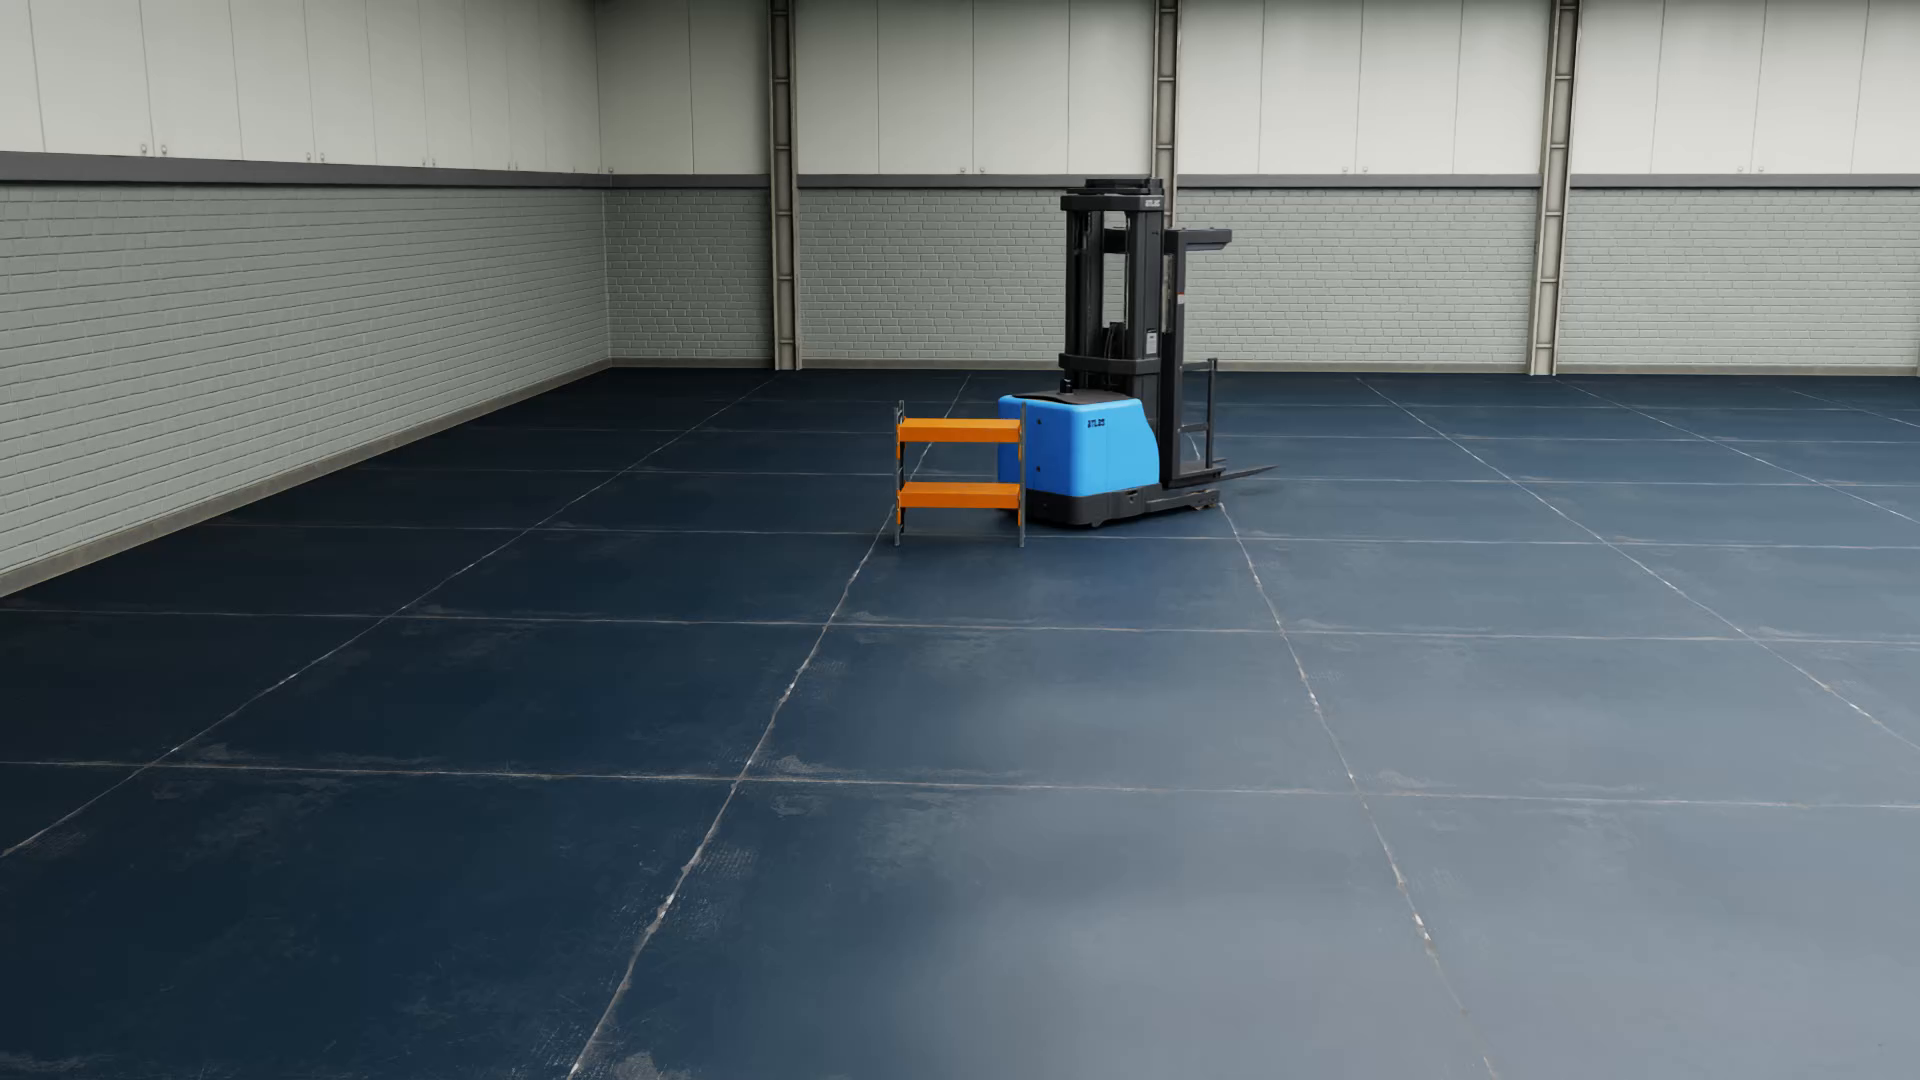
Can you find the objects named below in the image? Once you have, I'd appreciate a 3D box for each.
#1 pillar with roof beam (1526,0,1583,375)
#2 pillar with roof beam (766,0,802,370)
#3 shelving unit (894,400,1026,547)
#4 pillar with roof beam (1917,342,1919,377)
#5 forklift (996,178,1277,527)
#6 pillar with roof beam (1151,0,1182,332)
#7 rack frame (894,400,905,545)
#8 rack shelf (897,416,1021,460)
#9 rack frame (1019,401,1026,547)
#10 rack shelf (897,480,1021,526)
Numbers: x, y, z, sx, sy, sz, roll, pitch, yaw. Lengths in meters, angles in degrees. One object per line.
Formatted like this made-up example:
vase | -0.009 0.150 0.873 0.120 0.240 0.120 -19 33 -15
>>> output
pillar with roof beam | 8.893 -6.147 21.175 0.400 9.000 9.100 1 12 4
pillar with roof beam | -3.081 -6.311 21.959 0.400 9.000 9.100 1 12 4
shelving unit | 0.007 -0.550 13.652 1.048 1.125 0.538 1 12 4
pillar with roof beam | 14.879 -6.065 20.782 0.400 9.000 9.100 1 12 4
forklift | 1.736 -1.773 15.086 3.031 2.935 1.130 -11 16 -42
pillar with roof beam | 2.906 -6.229 21.567 0.400 9.000 9.100 1 12 4
rack frame | -0.500 -0.557 13.686 0.032 1.125 0.500 1 12 4
rack shelf | 0.007 -0.837 13.593 1.000 0.278 0.538 1 12 4
rack frame | 0.514 -0.544 13.619 0.032 1.125 0.500 1 12 4
rack shelf | 0.007 -0.311 13.703 1.000 0.278 0.538 1 12 4
